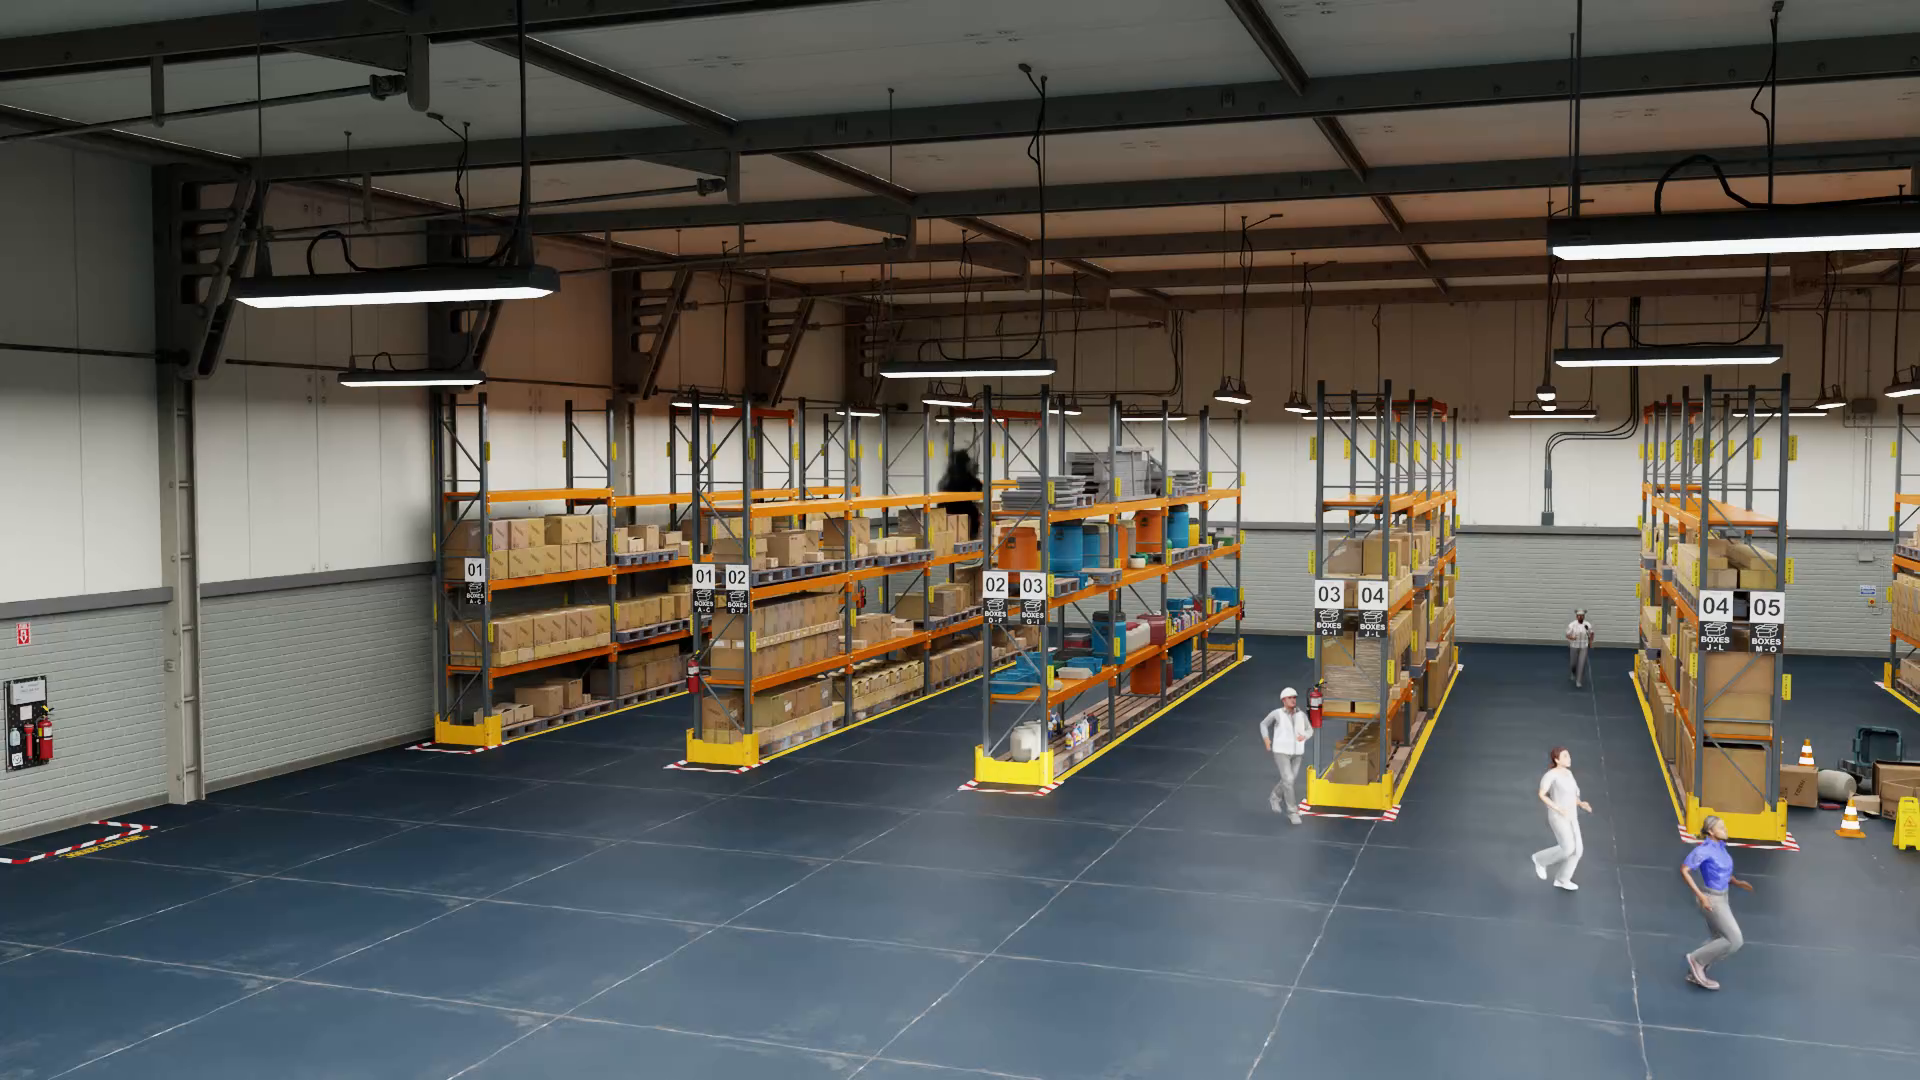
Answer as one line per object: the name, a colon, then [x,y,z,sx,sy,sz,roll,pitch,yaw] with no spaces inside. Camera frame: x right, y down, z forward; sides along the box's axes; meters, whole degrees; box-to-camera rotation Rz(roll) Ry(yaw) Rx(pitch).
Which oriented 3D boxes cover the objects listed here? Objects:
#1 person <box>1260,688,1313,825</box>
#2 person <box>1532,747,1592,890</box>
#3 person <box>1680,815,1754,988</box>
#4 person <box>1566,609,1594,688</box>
person: [4.490,2.900,22.626,0.696,1.773,0.913,-1,3,-21]
person: [6.888,3.172,19.064,0.561,1.619,0.590,-2,4,-35]
person: [7.038,3.372,15.399,0.568,1.603,0.560,3,4,41]
person: [13.174,2.278,35.338,0.581,1.664,0.767,1,3,18]
